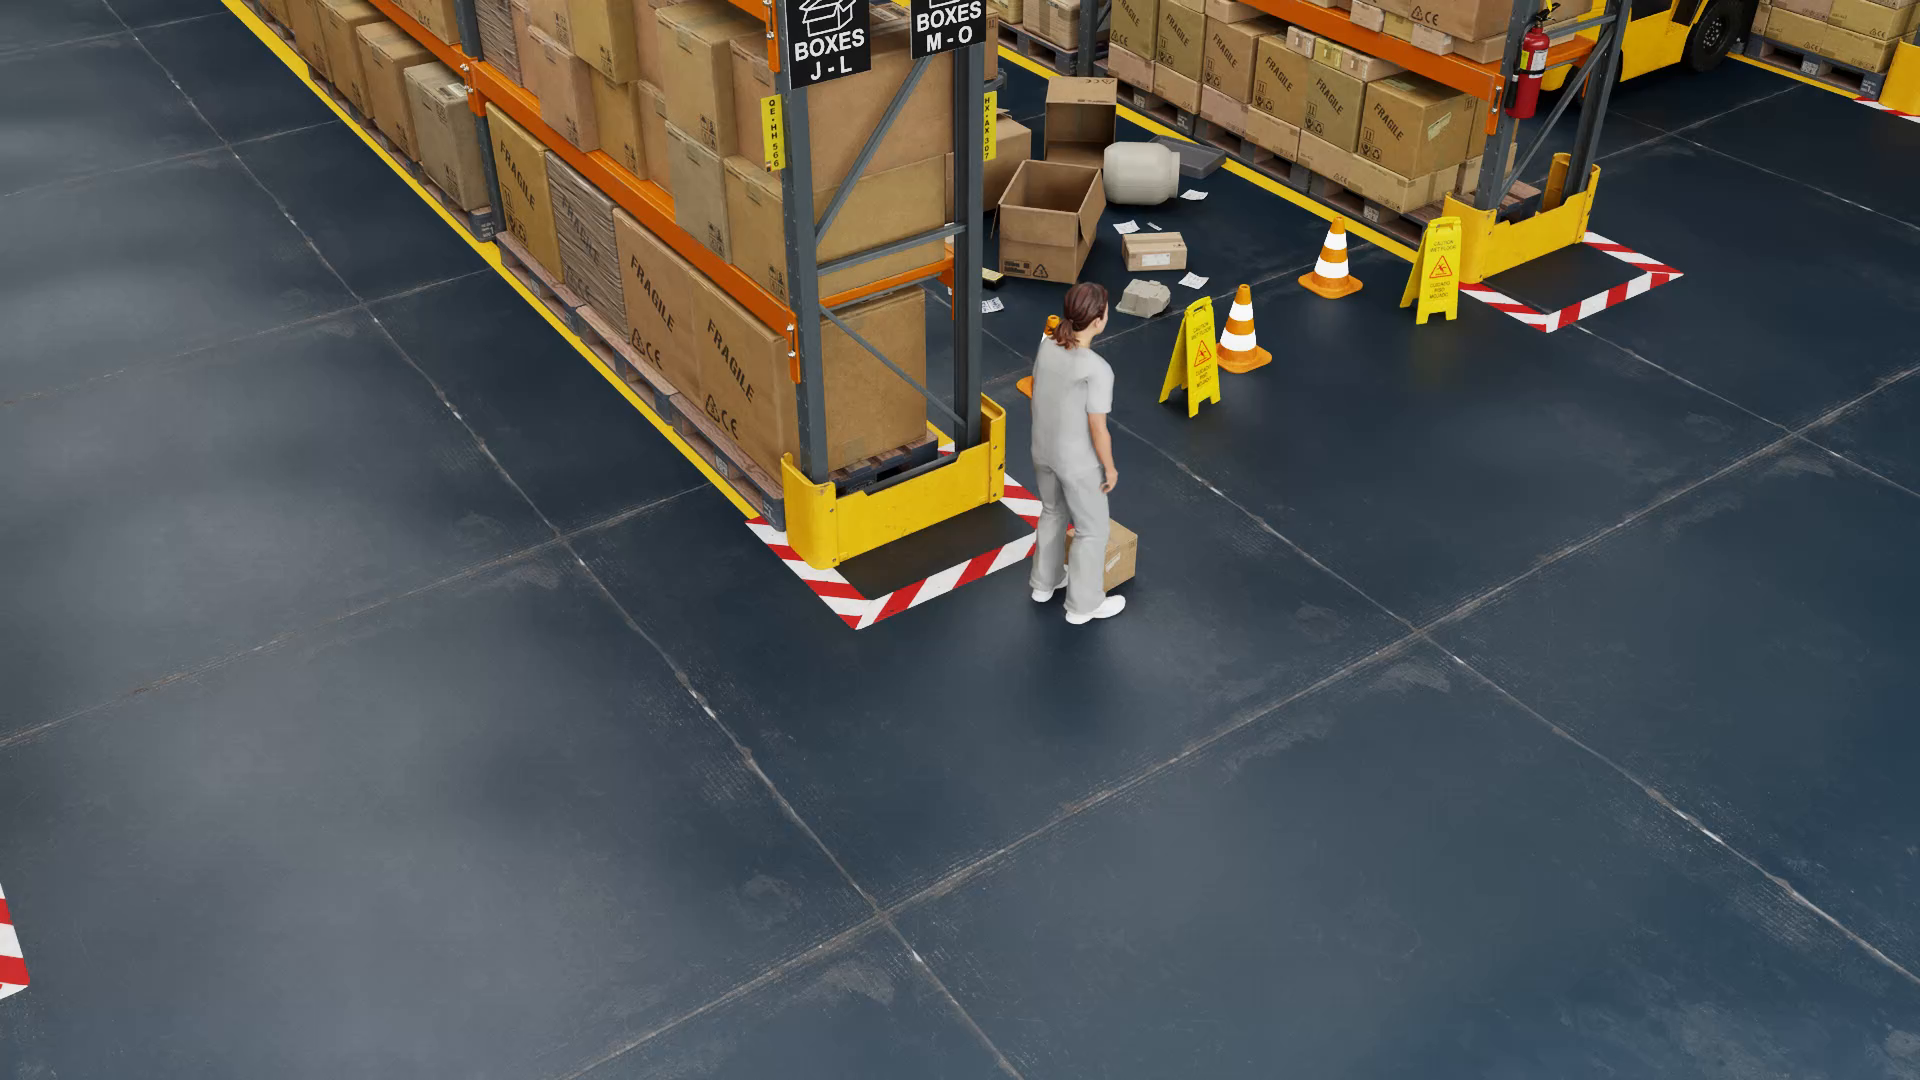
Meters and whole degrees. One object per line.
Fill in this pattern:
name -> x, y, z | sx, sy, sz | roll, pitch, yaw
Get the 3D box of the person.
person -> 0.515, -0.388, 7.527 | 0.361, 1.673, 0.487 | -26, 44, -31
